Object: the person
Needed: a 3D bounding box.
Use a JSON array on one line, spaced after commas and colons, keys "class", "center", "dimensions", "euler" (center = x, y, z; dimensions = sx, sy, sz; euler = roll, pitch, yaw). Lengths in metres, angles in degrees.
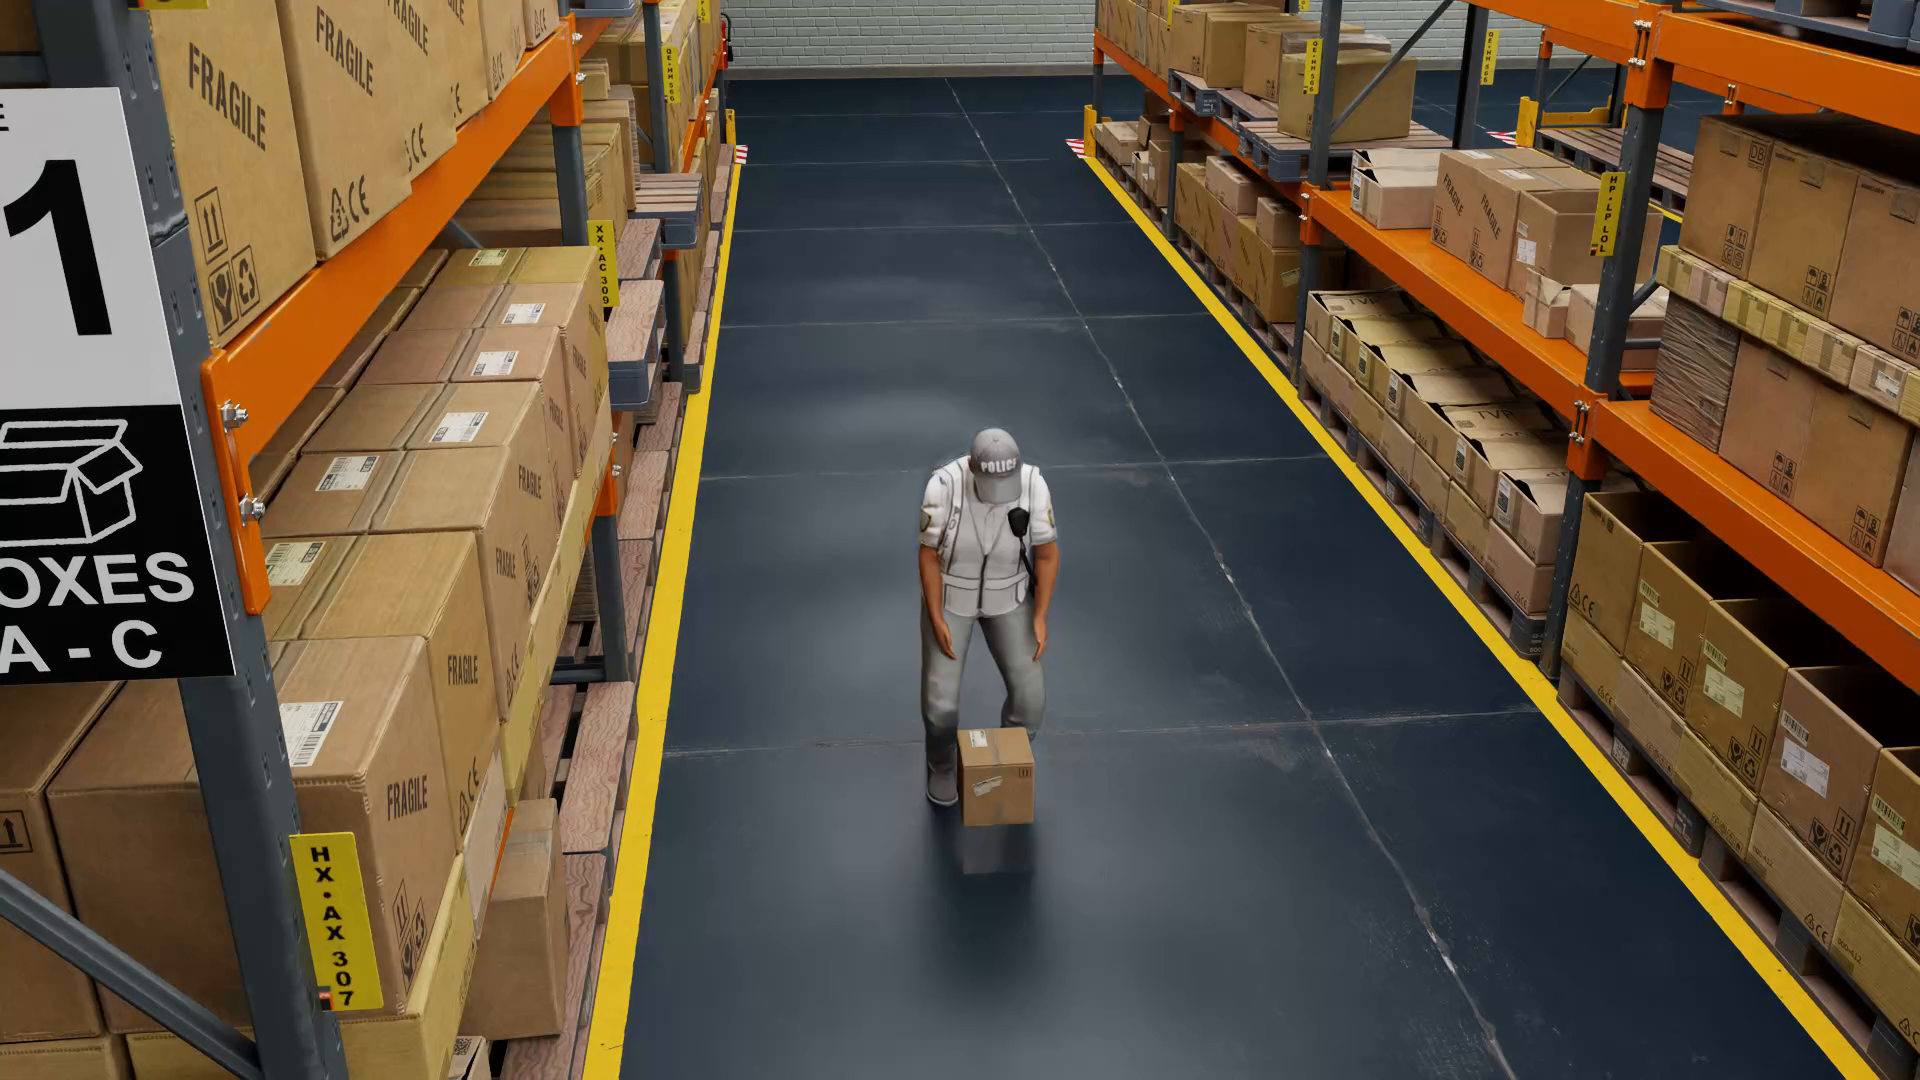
[{"class": "person", "center": [0.103, 0.264, 6.171], "dimensions": [0.519, 1.541, 0.591], "euler": [-2, 24, -4]}]
